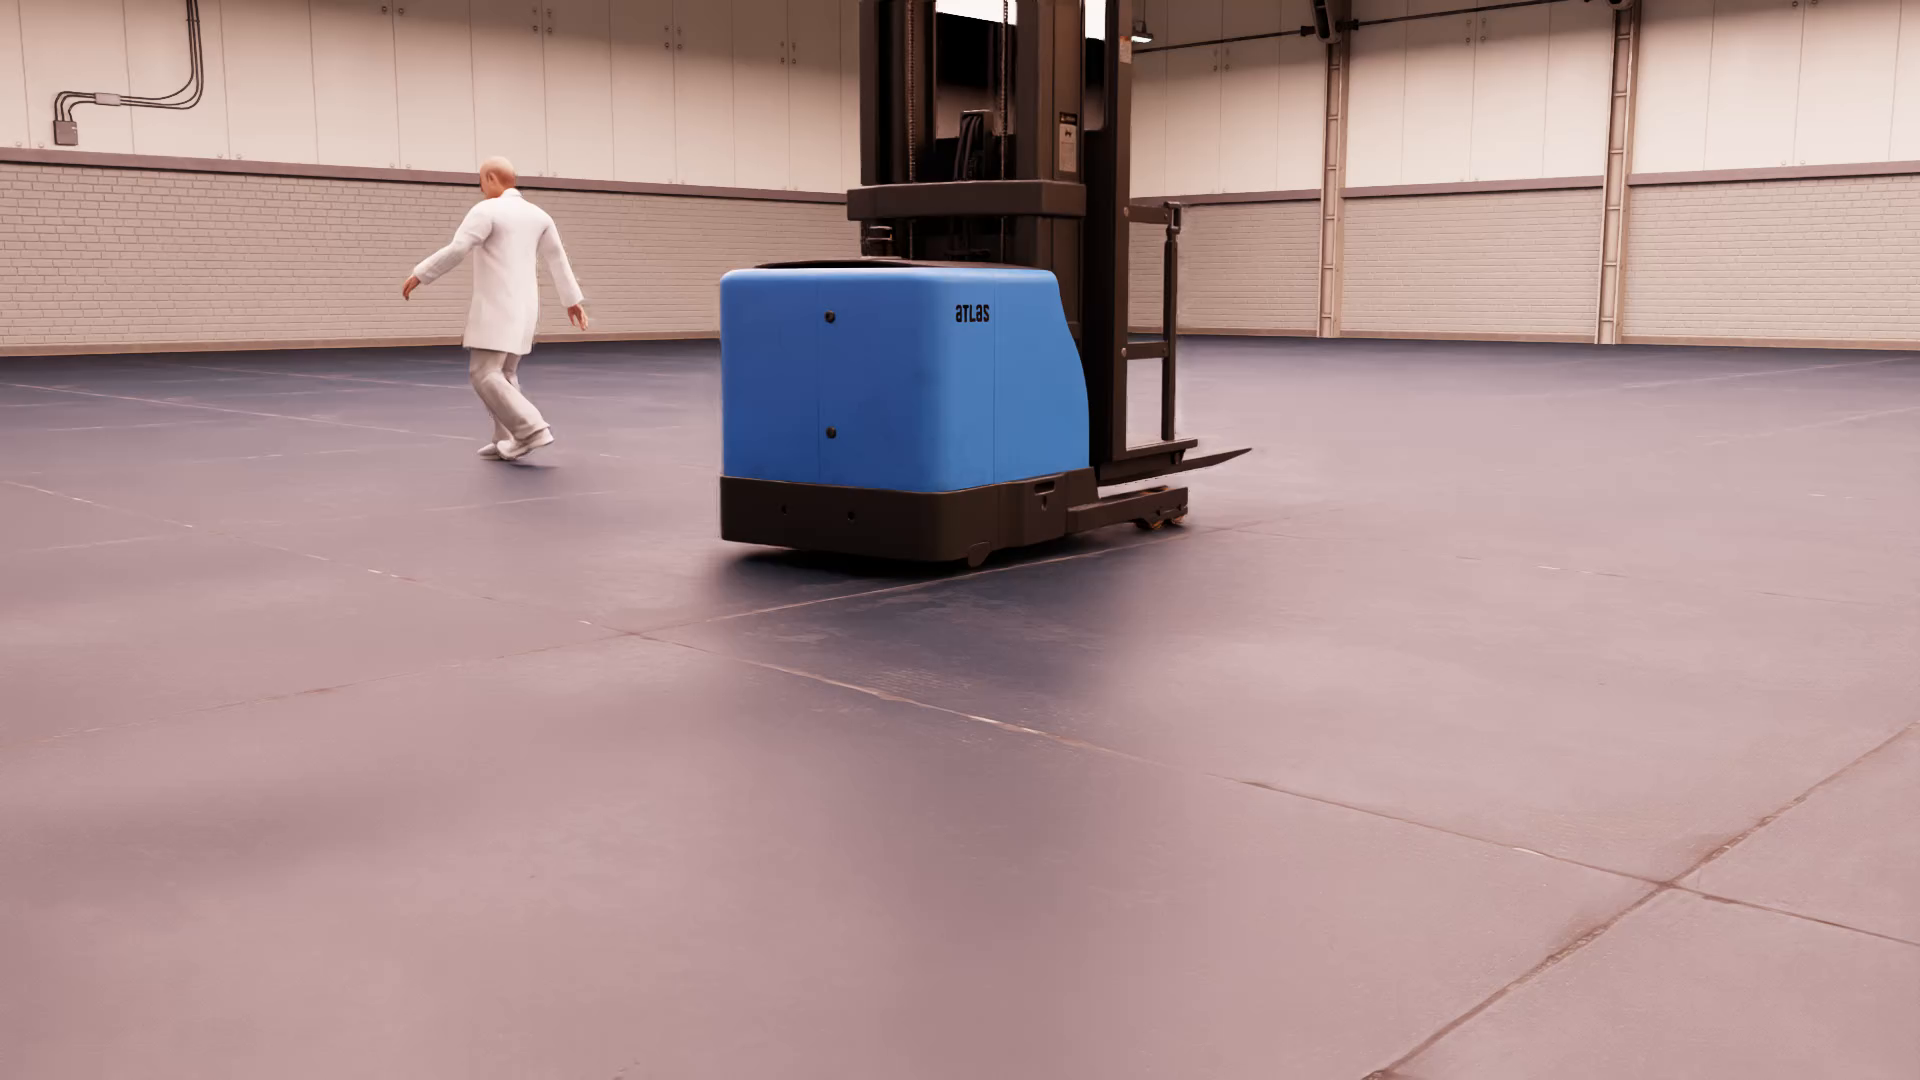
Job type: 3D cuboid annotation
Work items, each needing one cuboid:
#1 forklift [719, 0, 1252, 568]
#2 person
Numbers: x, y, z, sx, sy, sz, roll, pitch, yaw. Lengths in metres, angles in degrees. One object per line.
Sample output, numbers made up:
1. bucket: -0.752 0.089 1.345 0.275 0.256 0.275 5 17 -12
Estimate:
1. forklift: 0.332 -1.526 7.009 1.130 2.935 3.031 6 10 33
2. person: -2.627 -1.323 9.632 0.782 1.761 0.948 4 9 25
